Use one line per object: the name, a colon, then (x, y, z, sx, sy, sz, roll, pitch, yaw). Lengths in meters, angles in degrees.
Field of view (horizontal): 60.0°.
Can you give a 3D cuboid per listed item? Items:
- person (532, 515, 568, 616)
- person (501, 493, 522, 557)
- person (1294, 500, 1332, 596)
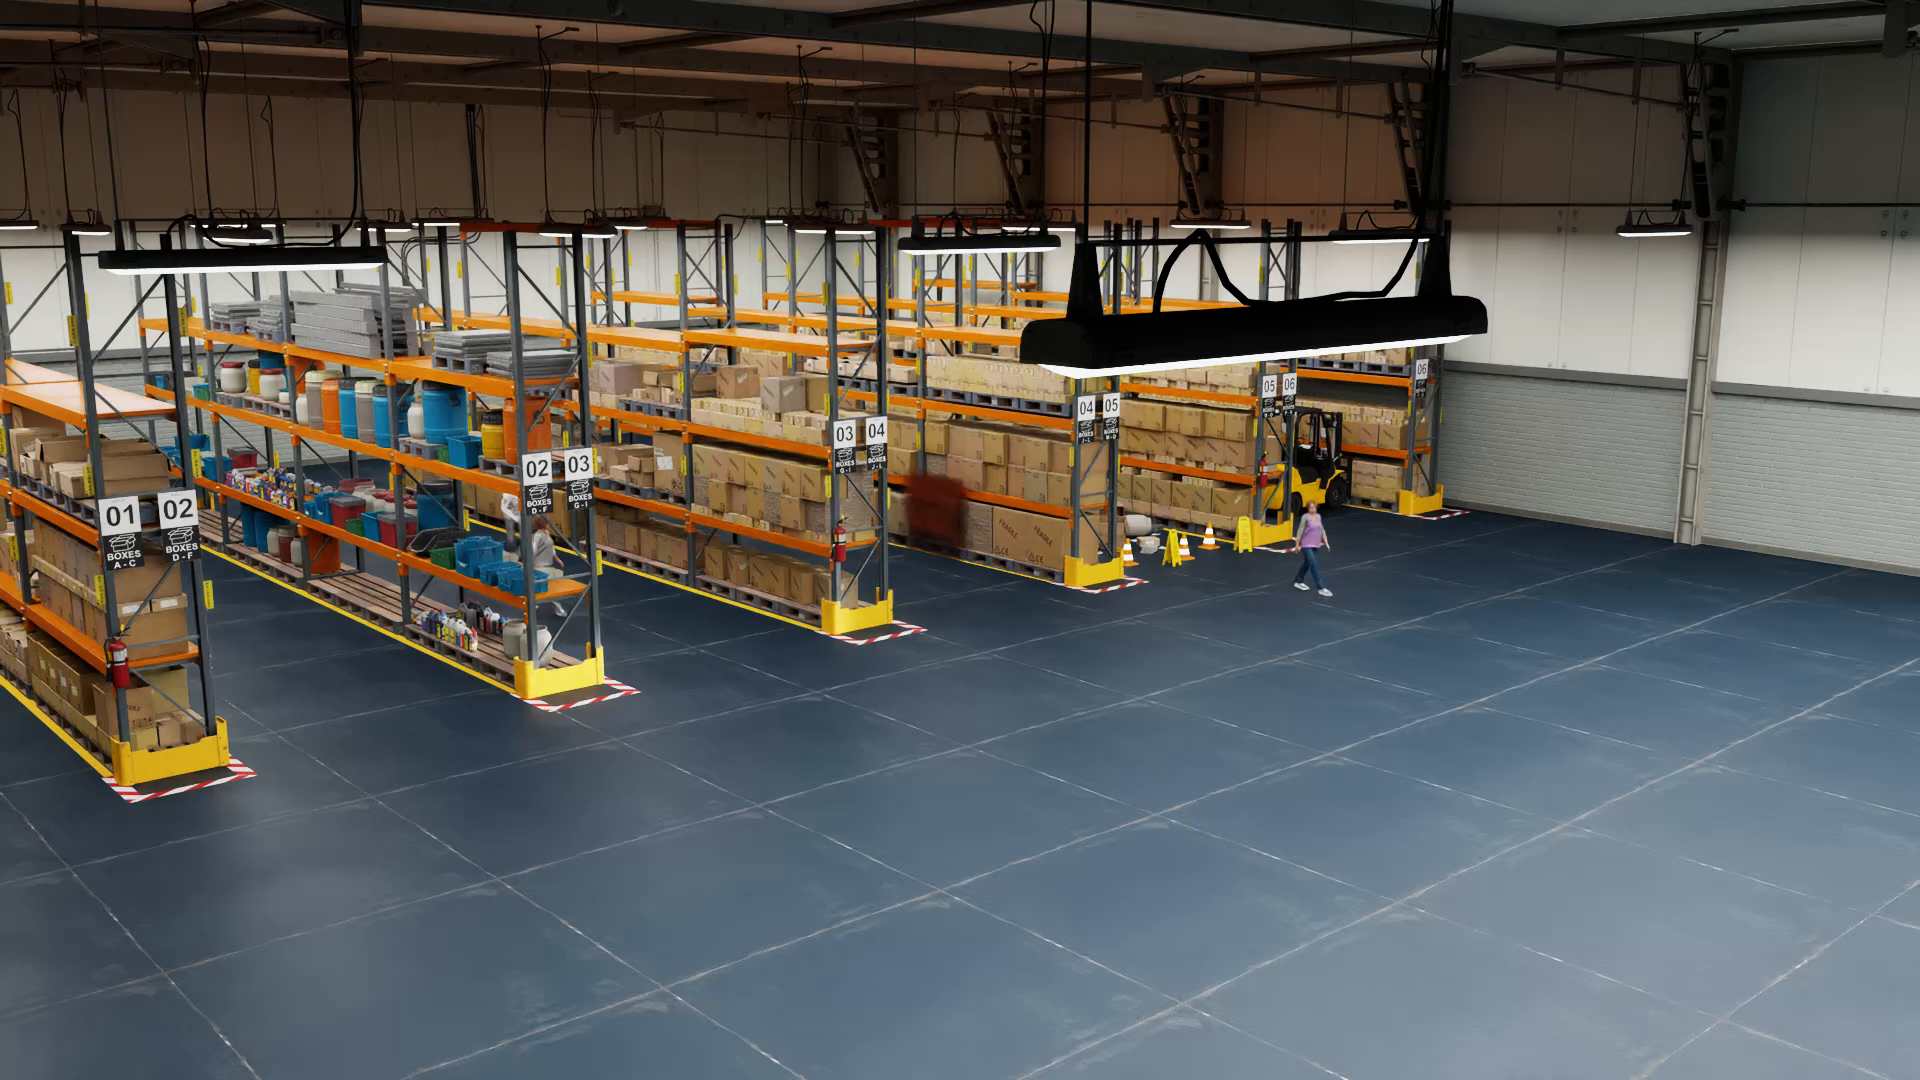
person: (-6.487, 0.373, 25.990, 0.958, 1.548, 0.513, 4, 12, 21)
person: (-7.980, -0.387, 29.812, 0.581, 1.581, 0.692, -7, 13, -30)
person: (5.814, 0.120, 27.268, 0.445, 1.544, 0.914, -8, 14, -33)
